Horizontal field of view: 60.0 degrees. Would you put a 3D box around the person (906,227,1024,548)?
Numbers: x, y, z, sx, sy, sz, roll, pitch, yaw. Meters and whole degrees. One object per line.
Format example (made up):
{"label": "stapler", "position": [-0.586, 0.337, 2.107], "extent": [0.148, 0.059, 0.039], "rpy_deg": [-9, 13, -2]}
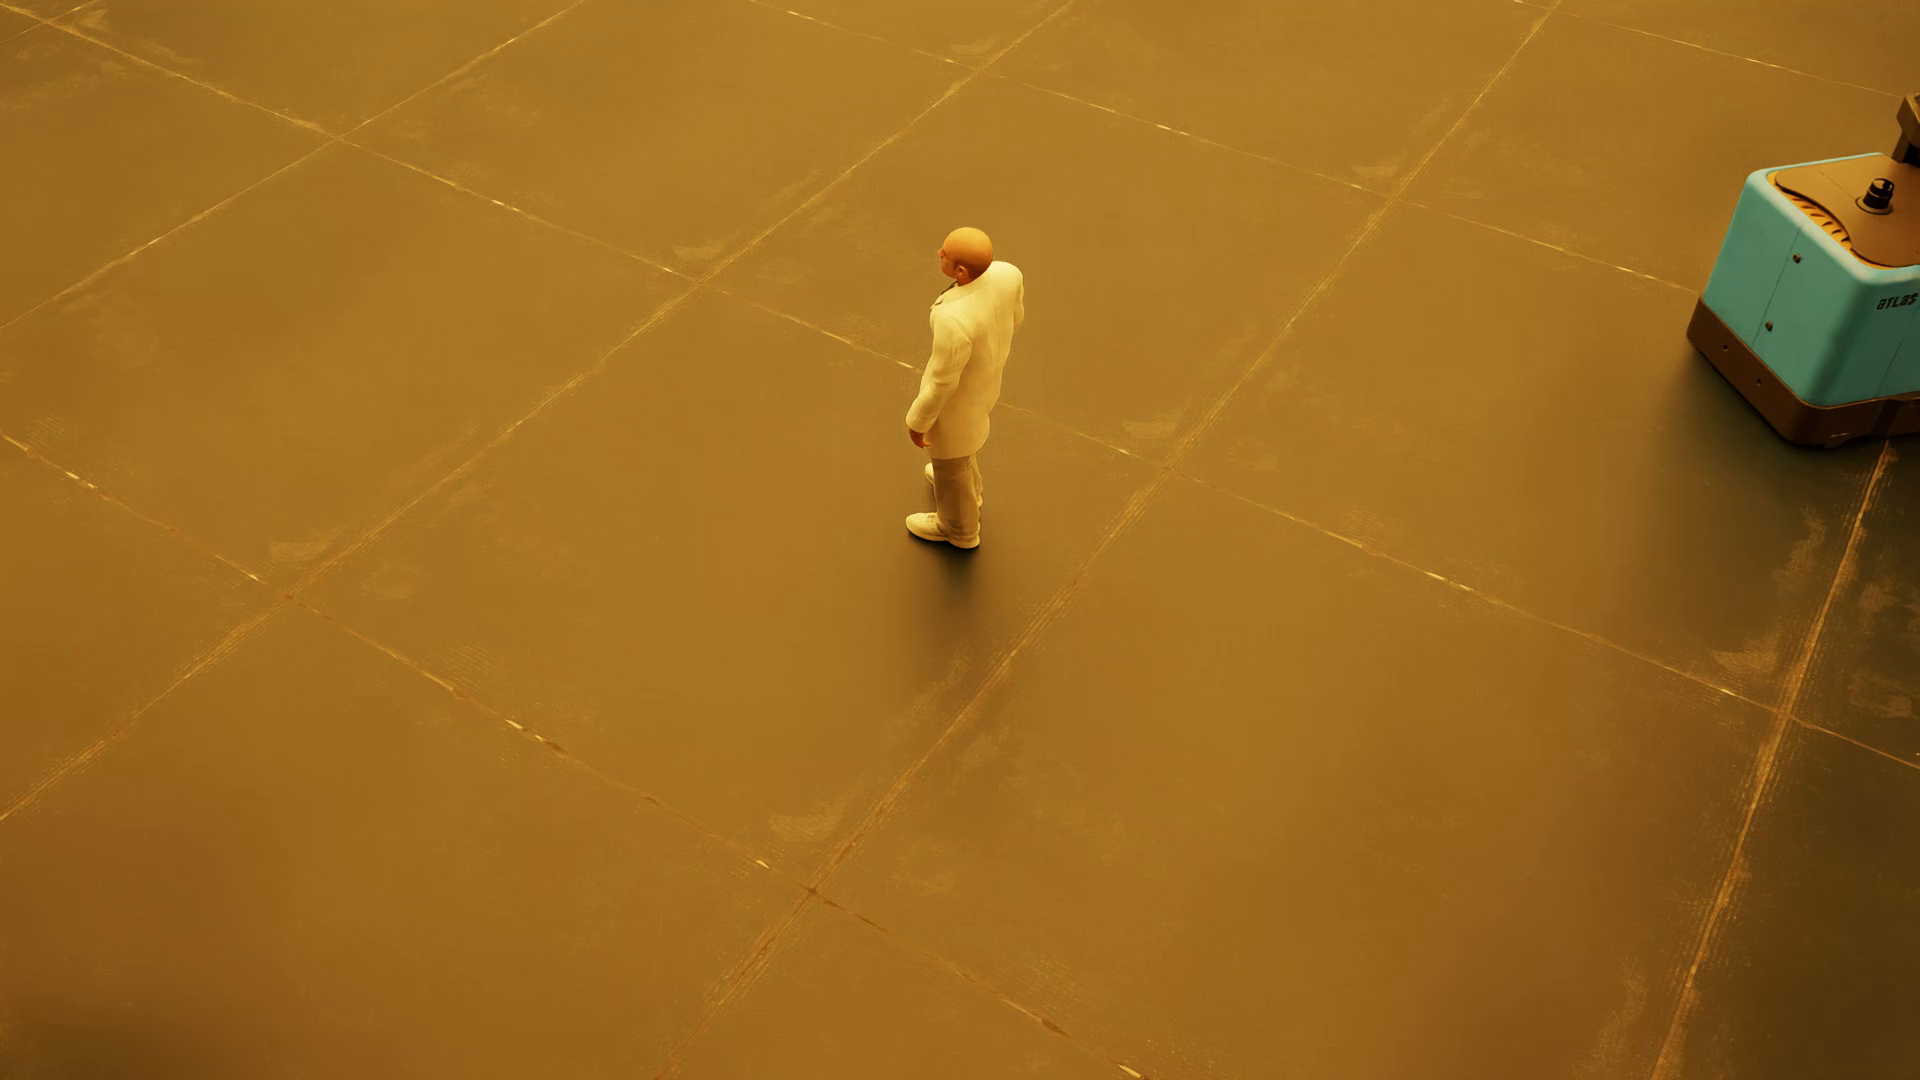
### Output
{"label": "person", "position": [-0.074, -0.687, 7.400], "extent": [0.582, 1.775, 0.696], "rpy_deg": [24, 48, 23]}

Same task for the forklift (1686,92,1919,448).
{"label": "forklift", "position": [5.527, -2.081, 8.043], "extent": [3.031, 2.935, 1.130], "rpy_deg": [-10, 44, -10]}
